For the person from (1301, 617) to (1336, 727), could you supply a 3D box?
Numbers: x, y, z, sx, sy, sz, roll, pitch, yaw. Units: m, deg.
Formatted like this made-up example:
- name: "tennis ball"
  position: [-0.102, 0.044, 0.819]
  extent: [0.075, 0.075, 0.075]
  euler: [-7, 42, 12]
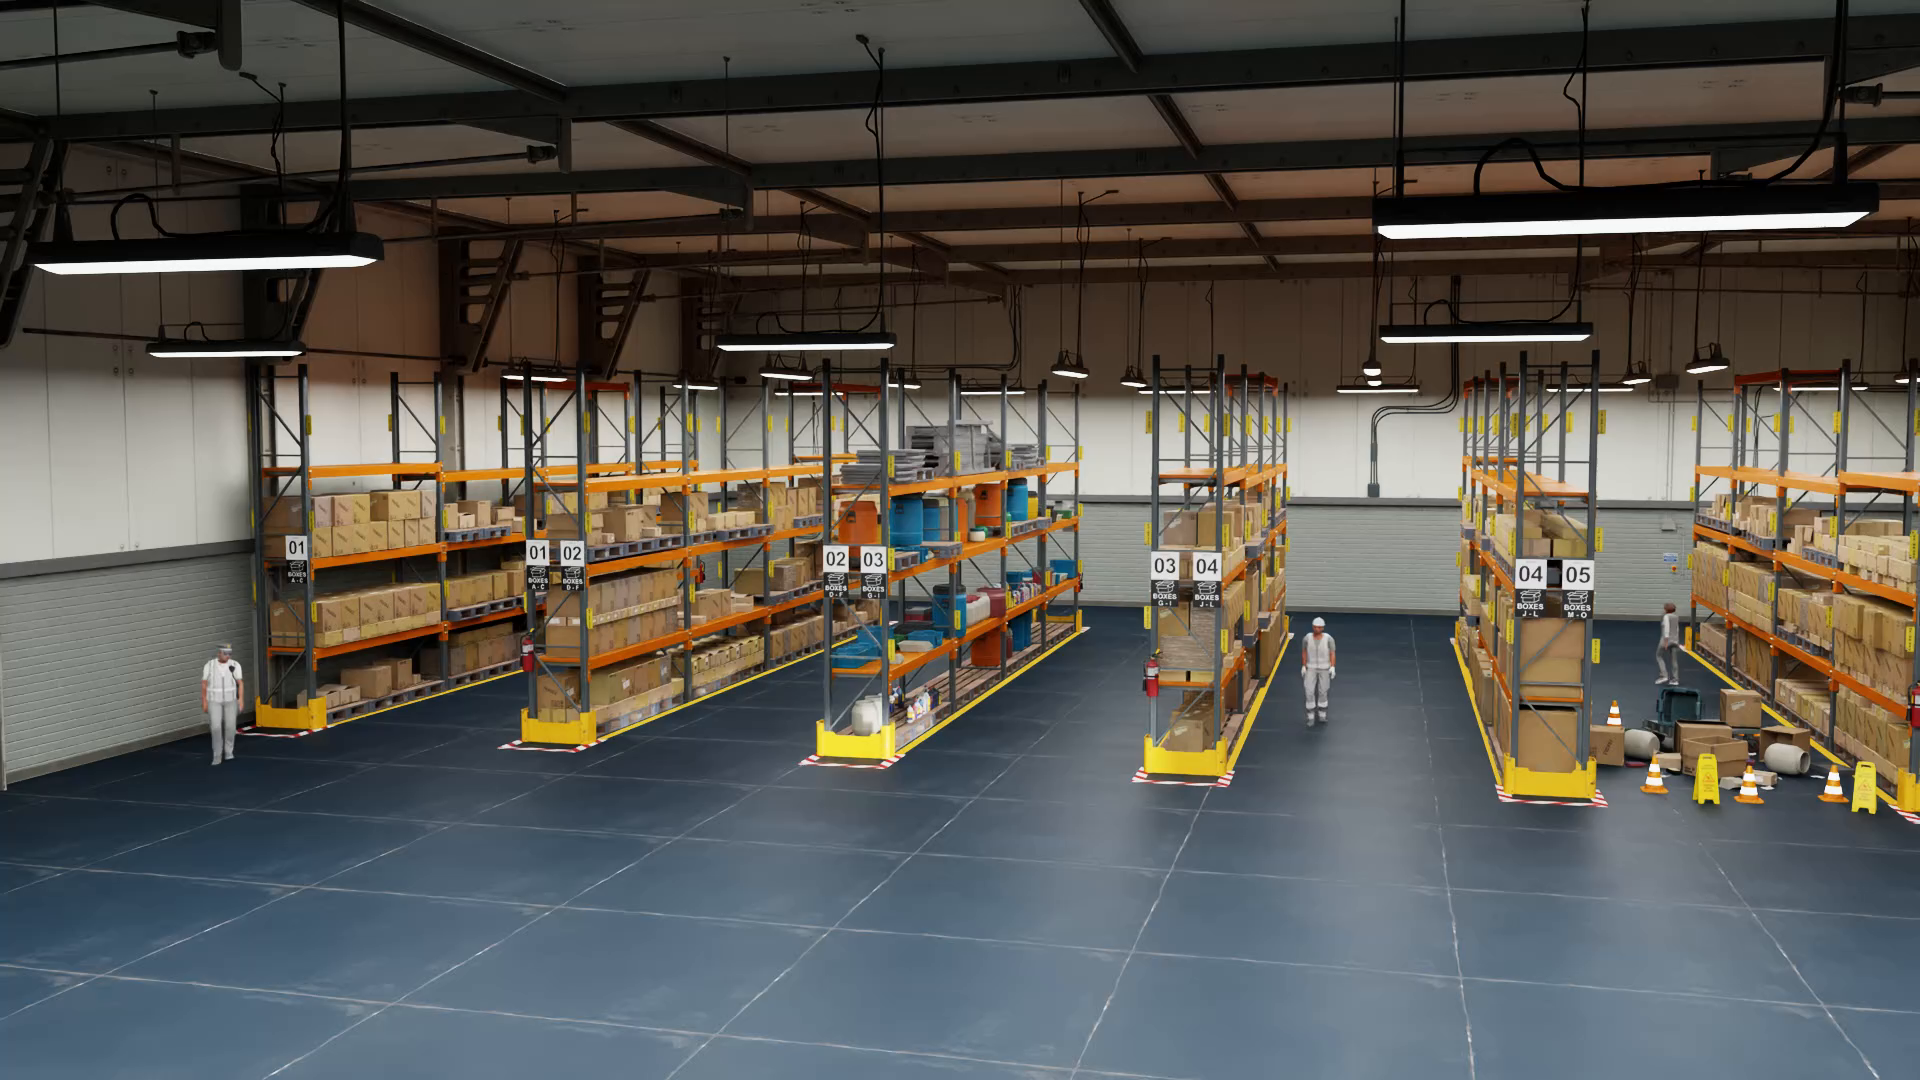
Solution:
- name: "person"
  position: [5.998, 2.205, 27.839]
  extent: [0.578, 1.830, 0.566]
  euler: [1, 4, 18]

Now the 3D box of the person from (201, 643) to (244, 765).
- name: "person"
  position: [-10.967, 2.457, 24.774]
  extent: [0.564, 1.829, 0.533]
  euler: [-3, 5, -33]

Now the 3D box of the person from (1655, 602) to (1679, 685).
- name: "person"
  position: [13.689, 1.996, 31.994]
  extent: [0.414, 1.591, 0.512]
  euler: [-1, 4, -10]

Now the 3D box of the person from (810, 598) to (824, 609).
- name: "person"
  position: [-3.851, 1.100, 44.747]
  extent: [0.510, 1.595, 1.021]
  euler: [1, 4, 11]
